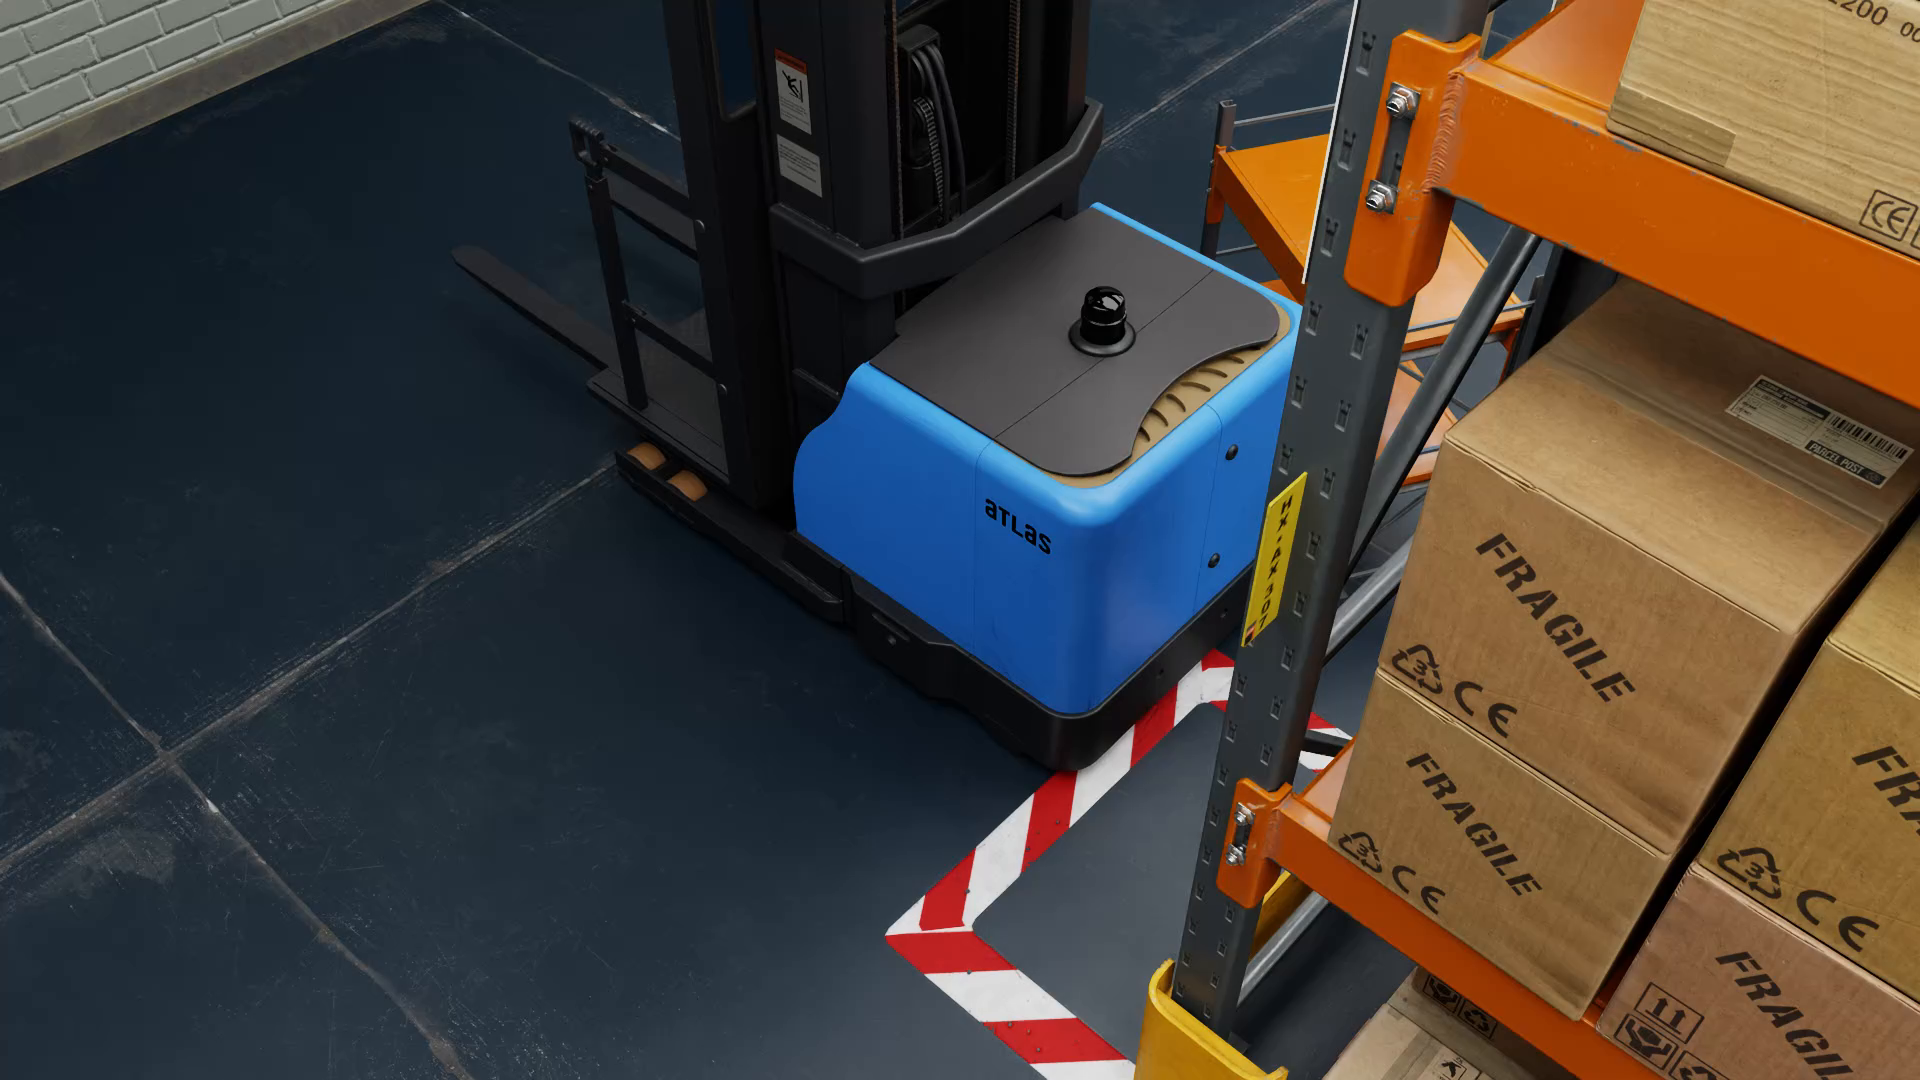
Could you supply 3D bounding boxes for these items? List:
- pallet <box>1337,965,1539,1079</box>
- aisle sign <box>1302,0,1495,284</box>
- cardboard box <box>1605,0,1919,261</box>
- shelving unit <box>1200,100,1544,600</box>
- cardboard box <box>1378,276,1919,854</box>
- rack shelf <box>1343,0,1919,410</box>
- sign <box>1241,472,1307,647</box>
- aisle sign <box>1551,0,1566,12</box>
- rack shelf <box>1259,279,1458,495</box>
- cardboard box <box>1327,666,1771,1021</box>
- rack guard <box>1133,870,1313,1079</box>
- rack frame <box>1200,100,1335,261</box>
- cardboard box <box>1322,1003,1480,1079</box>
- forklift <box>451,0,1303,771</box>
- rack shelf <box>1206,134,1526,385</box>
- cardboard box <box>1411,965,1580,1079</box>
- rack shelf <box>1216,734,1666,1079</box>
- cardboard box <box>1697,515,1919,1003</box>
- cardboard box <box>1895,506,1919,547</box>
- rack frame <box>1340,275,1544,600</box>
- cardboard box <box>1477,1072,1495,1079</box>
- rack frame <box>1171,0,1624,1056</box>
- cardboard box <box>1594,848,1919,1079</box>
[{"bbox_3d":[1.495,1.425,3.767,1.213,0.211,1.003,34,55,28],"label":"pallet"},{"bbox_3d":[0.604,-0.727,2.092,0.004,0.787,0.394,34,55,28],"label":"aisle sign"},{"bbox_3d":[1.058,-0.546,1.750,0.500,0.250,0.500,34,55,28],"label":"cardboard box"},{"bbox_3d":[1.163,-0.603,5.044,0.538,1.125,1.048,-13,48,-12],"label":"shelving unit"},{"bbox_3d":[1.000,0.024,2.416,0.500,0.500,0.500,36,56,29],"label":"cardboard box"},{"bbox_3d":[2.323,0.248,1.396,4.000,0.370,1.077,34,55,28],"label":"rack shelf"},{"bbox_3d":[0.485,0.034,2.567,0.005,0.325,0.100,34,55,28],"label":"sign"},{"bbox_3d":[1.011,-1.048,2.393,0.004,0.787,0.394,34,55,28],"label":"aisle sign"},{"bbox_3d":[1.163,-0.436,5.223,0.538,0.278,1.000,-13,48,-12],"label":"rack shelf"},{"bbox_3d":[1.000,0.366,2.780,0.500,0.500,0.500,35,56,28],"label":"cardboard box"},{"bbox_3d":[0.909,0.933,4.031,0.348,0.500,1.175,34,55,28],"label":"rack guard"},{"bbox_3d":[1.011,-0.957,5.377,0.500,1.125,0.032,-13,48,-12],"label":"rack frame"},{"bbox_3d":[0.928,1.256,3.667,0.250,0.149,0.380,34,55,28],"label":"cardboard box"},{"bbox_3d":[-0.466,-1.312,4.471,3.031,2.935,1.130,33,55,27],"label":"forklift"},{"bbox_3d":[1.163,-0.803,4.831,0.538,0.278,1.000,-13,48,-12],"label":"rack shelf"},{"bbox_3d":[1.420,0.881,3.778,0.500,0.500,0.500,34,55,28],"label":"cardboard box"},{"bbox_3d":[2.323,1.275,2.489,4.000,0.370,1.077,34,55,28],"label":"rack shelf"},{"bbox_3d":[1.390,0.278,2.177,0.500,0.500,0.500,35,56,28],"label":"cardboard box"},{"bbox_3d":[1.738,-0.015,2.452,0.500,0.500,0.500,35,56,29],"label":"cardboard box"},{"bbox_3d":[1.315,-0.249,4.712,0.500,1.125,0.032,-13,48,-12],"label":"rack frame"},{"bbox_3d":[1.111,1.374,3.544,0.250,0.166,0.380,34,55,28],"label":"cardboard box"},{"bbox_3d":[0.853,0.040,3.155,0.127,3.000,1.000,34,55,28],"label":"rack frame"},{"bbox_3d":[1.383,0.618,2.543,0.500,0.500,0.500,33,55,27],"label":"cardboard box"}]
